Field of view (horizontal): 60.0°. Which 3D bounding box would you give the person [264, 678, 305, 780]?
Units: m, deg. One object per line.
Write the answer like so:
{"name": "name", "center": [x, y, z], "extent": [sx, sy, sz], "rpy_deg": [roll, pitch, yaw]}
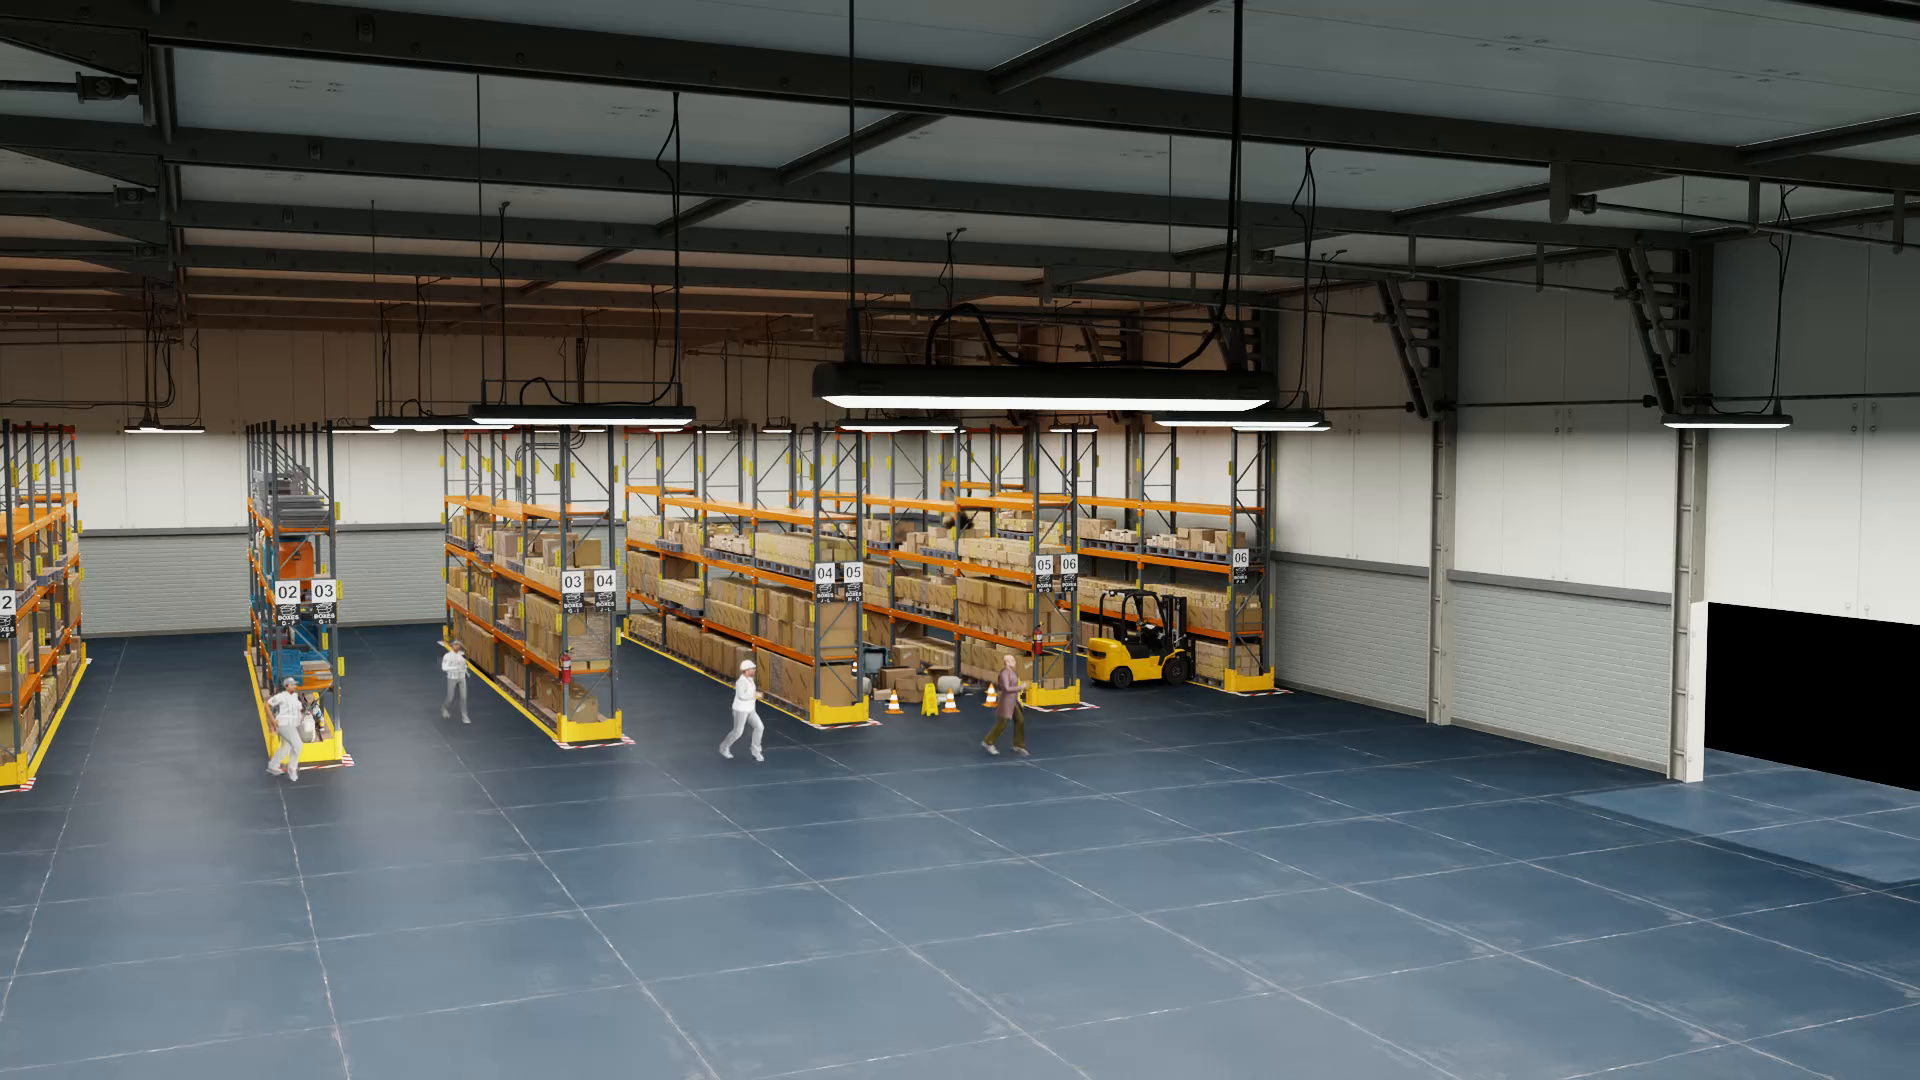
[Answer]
{"name": "person", "center": [-11.300, 3.164, 27.922], "extent": [0.696, 1.703, 0.600], "rpy_deg": [0, 4, 5]}

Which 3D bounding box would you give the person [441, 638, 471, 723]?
{"name": "person", "center": [-10.054, 2.783, 33.201], "extent": [0.612, 1.672, 0.920], "rpy_deg": [-3, 5, -42]}

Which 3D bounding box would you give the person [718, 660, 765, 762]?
{"name": "person", "center": [-3.847, 3.017, 29.272], "extent": [0.859, 1.820, 0.678], "rpy_deg": [1, 4, 12]}

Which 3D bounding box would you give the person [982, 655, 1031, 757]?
{"name": "person", "center": [0.824, 2.966, 29.717], "extent": [0.898, 1.845, 0.705], "rpy_deg": [1, 4, 20]}
